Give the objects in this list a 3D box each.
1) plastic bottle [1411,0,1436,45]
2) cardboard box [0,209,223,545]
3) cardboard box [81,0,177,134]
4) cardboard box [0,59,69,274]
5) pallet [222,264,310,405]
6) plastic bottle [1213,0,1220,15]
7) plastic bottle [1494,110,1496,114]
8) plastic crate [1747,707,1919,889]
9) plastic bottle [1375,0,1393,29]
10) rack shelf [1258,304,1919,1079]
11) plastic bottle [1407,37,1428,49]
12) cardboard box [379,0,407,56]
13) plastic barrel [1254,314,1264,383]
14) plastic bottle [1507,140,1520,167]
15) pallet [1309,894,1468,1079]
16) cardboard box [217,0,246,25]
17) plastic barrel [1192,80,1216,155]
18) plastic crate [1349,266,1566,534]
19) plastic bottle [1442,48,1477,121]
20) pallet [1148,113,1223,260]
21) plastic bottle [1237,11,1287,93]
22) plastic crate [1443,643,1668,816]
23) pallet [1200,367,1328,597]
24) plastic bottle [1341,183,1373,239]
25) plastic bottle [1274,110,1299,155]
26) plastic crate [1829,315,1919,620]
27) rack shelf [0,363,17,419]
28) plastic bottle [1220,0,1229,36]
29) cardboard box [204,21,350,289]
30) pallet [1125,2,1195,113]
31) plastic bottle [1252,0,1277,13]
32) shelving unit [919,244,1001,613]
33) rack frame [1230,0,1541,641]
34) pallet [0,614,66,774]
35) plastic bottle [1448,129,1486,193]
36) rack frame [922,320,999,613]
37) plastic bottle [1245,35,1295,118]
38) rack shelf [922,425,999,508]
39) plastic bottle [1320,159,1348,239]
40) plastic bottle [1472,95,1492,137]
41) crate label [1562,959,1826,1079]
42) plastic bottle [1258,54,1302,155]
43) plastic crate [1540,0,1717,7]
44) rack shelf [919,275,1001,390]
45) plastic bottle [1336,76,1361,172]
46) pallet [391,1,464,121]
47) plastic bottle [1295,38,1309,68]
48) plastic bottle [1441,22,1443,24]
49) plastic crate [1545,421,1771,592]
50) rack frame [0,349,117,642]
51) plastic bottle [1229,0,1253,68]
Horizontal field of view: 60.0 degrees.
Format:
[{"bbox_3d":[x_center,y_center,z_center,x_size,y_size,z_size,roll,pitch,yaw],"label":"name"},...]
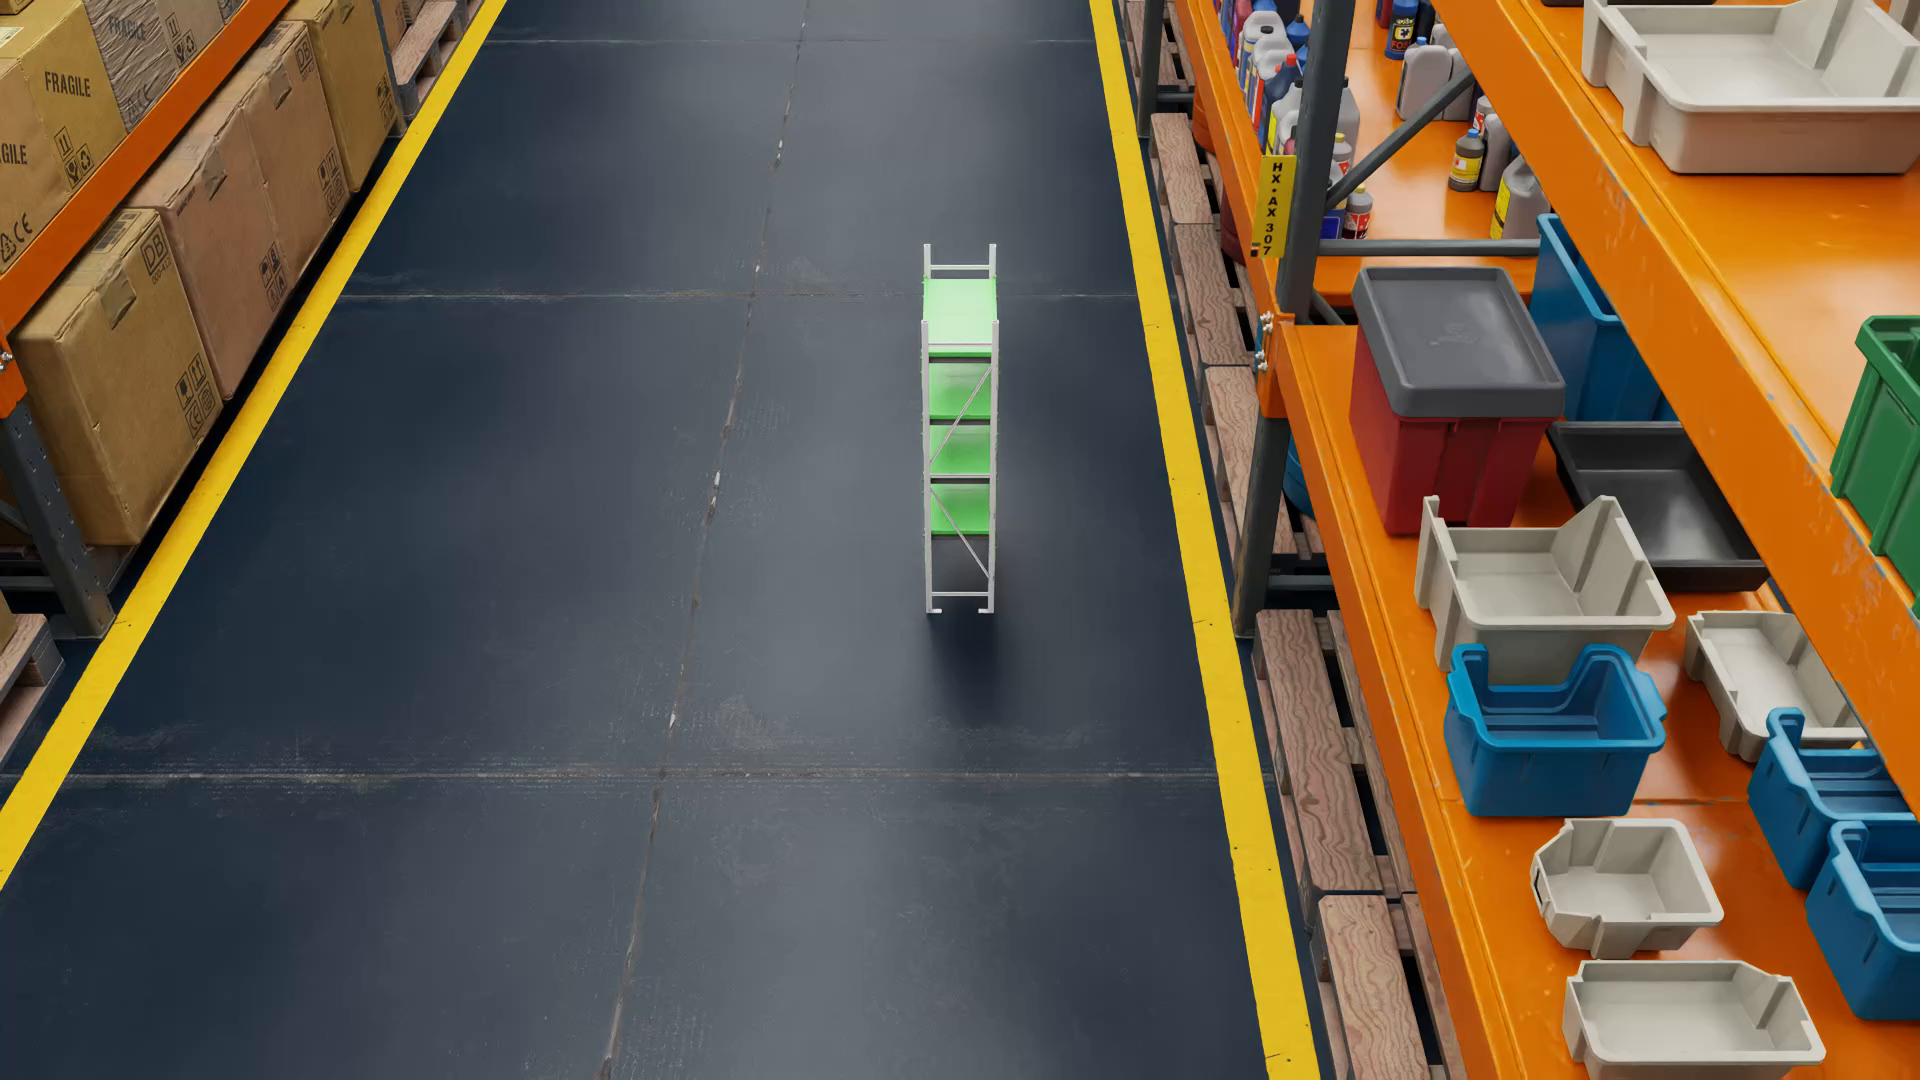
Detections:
[{"bbox_3d":[1.843,-2.075,6.479,0.144,0.351,0.185,0,39,0],"label":"plastic bottle"},{"bbox_3d":[-3.513,-0.590,5.950,1.225,0.875,0.875,0,39,0],"label":"cardboard box"},{"bbox_3d":[-3.245,-1.809,6.029,0.500,0.500,0.500,-1,39,-1],"label":"cardboard box"},{"bbox_3d":[-3.243,-1.182,5.246,0.500,0.500,0.500,0,39,0],"label":"cardboard box"},{"bbox_3d":[-3.573,-1.014,7.346,1.003,0.211,1.213,0,39,0],"label":"pallet"},{"bbox_3d":[1.089,-2.321,6.841,0.061,0.283,0.133,0,39,0],"label":"plastic bottle"},{"bbox_3d":[1.868,-1.399,5.700,0.097,0.271,0.097,0,39,0],"label":"plastic bottle"},{"bbox_3d":[1.792,0.519,3.289,0.416,0.233,0.300,0,39,0],"label":"plastic crate"},{"bbox_3d":[1.740,-2.231,6.729,0.061,0.283,0.133,0,39,0],"label":"plastic bottle"},{"bbox_3d":[1.463,0.673,3.587,1.077,0.370,4.000,0,39,0],"label":"rack shelf"},{"bbox_3d":[1.715,-1.783,6.235,0.097,0.201,0.097,0,39,0],"label":"plastic bottle"},{"bbox_3d":[-3.518,-2.971,9.206,0.700,0.500,0.500,-2,39,-2],"label":"cardboard box"},{"bbox_3d":[1.476,-0.986,6.424,0.600,0.901,0.708,0,39,0],"label":"plastic barrel"},{"bbox_3d":[1.868,-1.254,5.519,0.097,0.271,0.097,0,39,0],"label":"plastic bottle"},{"bbox_3d":[1.504,1.454,4.266,1.003,0.211,1.213,0,39,0],"label":"pallet"},{"bbox_3d":[-3.250,-2.450,6.829,0.500,0.500,0.500,-1,39,-2],"label":"cardboard box"},{"bbox_3d":[1.473,-2.371,8.209,0.600,0.830,0.708,0,39,0],"label":"plastic barrel"},{"bbox_3d":[1.211,-0.348,4.187,0.402,0.464,0.583,0,39,0],"label":"plastic crate"},{"bbox_3d":[1.840,-1.679,6.045,0.152,0.276,0.135,0,39,0],"label":"plastic bottle"},{"bbox_3d":[1.498,-1.779,8.301,1.003,0.211,1.213,0,39,0],"label":"pallet"},{"bbox_3d":[1.135,-1.829,6.233,0.152,0.276,0.135,0,39,0],"label":"plastic bottle"},{"bbox_3d":[1.206,0.401,3.437,0.416,0.233,0.300,0,39,0],"label":"plastic crate"},{"bbox_3d":[1.501,-0.253,6.397,1.003,0.211,1.213,0,39,0],"label":"pallet"},{"bbox_3d":[1.261,-1.039,5.306,0.097,0.201,0.097,0,39,0],"label":"plastic bottle"},{"bbox_3d":[1.136,-1.285,5.554,0.152,0.276,0.135,0,39,0],"label":"plastic bottle"},{"bbox_3d":[1.178,-0.061,1.699,0.450,0.188,0.336,0,39,0],"label":"plastic crate"},{"bbox_3d":[-3.490,0.677,3.582,1.077,0.370,4.000,0,39,0],"label":"rack shelf"},{"bbox_3d":[1.135,-2.173,6.662,0.152,0.276,0.135,0,39,0],"label":"plastic bottle"},{"bbox_3d":[-3.524,-1.702,7.338,1.225,0.875,0.875,0,39,0],"label":"cardboard box"},{"bbox_3d":[1.494,-2.756,9.520,1.003,0.211,1.213,0,39,0],"label":"pallet"},{"bbox_3d":[1.168,-1.983,6.429,0.097,0.271,0.097,0,39,0],"label":"plastic bottle"},{"bbox_3d":[0.000,-0.365,5.746,0.258,1.200,0.503,0,39,0],"label":"shelving unit"},{"bbox_3d":[1.460,-0.858,4.922,1.000,3.000,0.127,0,39,0],"label":"rack frame"},{"bbox_3d":[-3.570,0.709,5.197,1.003,0.211,1.213,0,39,0],"label":"pallet"},{"bbox_3d":[1.716,-1.288,5.617,0.097,0.201,0.097,0,39,0],"label":"plastic bottle"},{"bbox_3d":[0.000,-0.212,5.555,0.240,1.200,0.015,0,39,0],"label":"rack frame"},{"bbox_3d":[1.135,-1.684,6.052,0.152,0.276,0.135,0,39,0],"label":"plastic bottle"},{"bbox_3d":[0.000,-0.315,5.786,0.258,0.148,0.480,0,39,0],"label":"rack shelf"},{"bbox_3d":[1.137,-1.056,5.268,0.152,0.276,0.135,0,39,0],"label":"plastic bottle"},{"bbox_3d":[1.867,-1.494,5.874,0.097,0.201,0.097,0,39,0],"label":"plastic bottle"},{"bbox_3d":[1.272,0.857,2.944,0.396,0.136,0.243,0,39,0],"label":"crate label"},{"bbox_3d":[1.132,-1.529,5.799,0.144,0.351,0.185,0,39,0],"label":"plastic bottle"},{"bbox_3d":[1.188,-1.201,3.056,0.497,0.269,0.590,0,39,0],"label":"plastic crate"},{"bbox_3d":[0.000,-0.689,5.485,0.258,0.148,0.480,0,39,0],"label":"rack shelf"},{"bbox_3d":[1.276,-1.414,5.655,0.144,0.351,0.185,0,39,0],"label":"plastic bottle"},{"bbox_3d":[-3.497,-2.757,9.521,1.003,0.211,1.213,0,39,0],"label":"pallet"},{"bbox_3d":[1.260,-1.694,6.068,0.097,0.271,0.097,0,39,0],"label":"plastic bottle"},{"bbox_3d":[1.867,-1.894,6.318,0.097,0.271,0.097,0,39,0],"label":"plastic bottle"},{"bbox_3d":[1.730,-0.075,4.117,0.437,0.125,0.590,0,39,0],"label":"plastic crate"},{"bbox_3d":[-3.493,-0.855,4.918,1.000,3.000,0.127,0,39,0],"label":"rack frame"},{"bbox_3d":[1.089,-1.977,6.411,0.061,0.283,0.133,0,39,0],"label":"plastic bottle"}]
